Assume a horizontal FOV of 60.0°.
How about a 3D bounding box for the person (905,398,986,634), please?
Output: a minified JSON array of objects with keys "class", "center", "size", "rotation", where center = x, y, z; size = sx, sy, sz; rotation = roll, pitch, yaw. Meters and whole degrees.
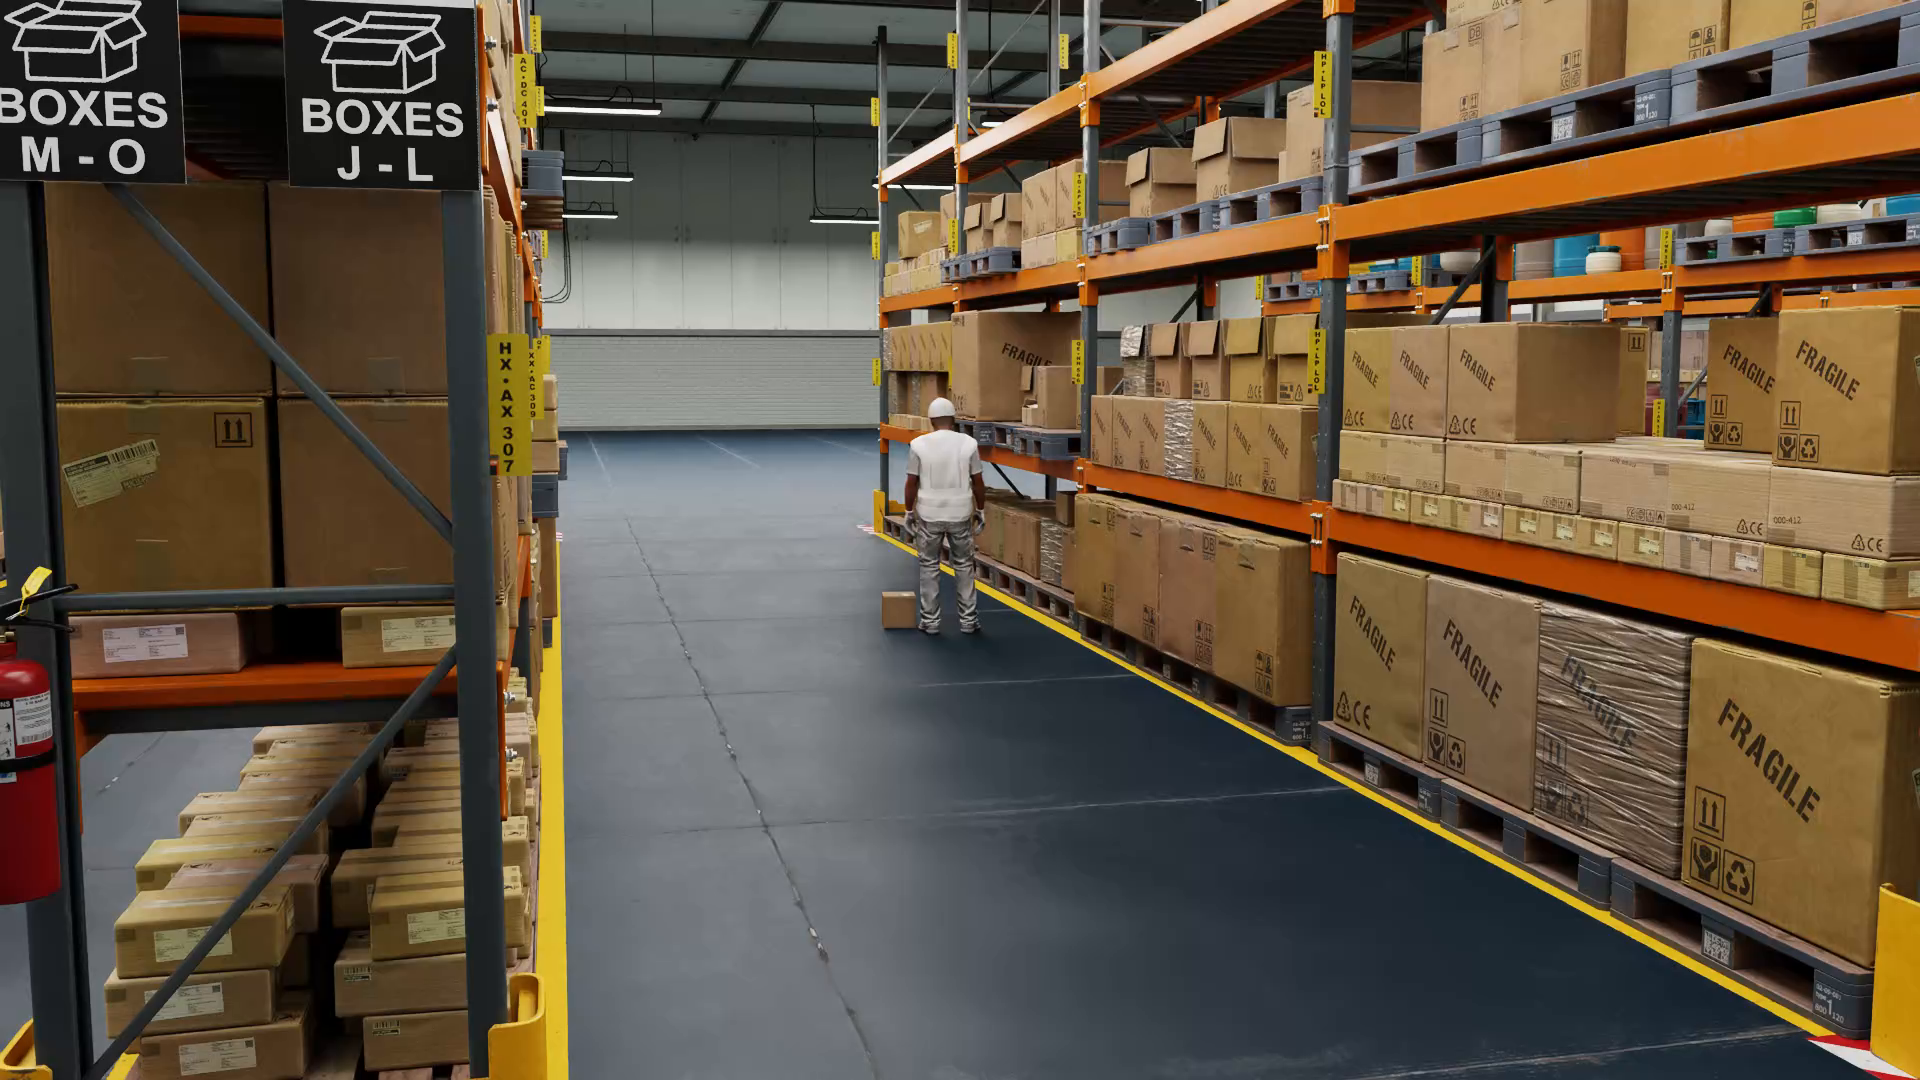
[{"class":"person","center":[-0.110,-0.185,12.587],"size":[0.619,1.775,0.446],"rotation":[0,6,-4]}]
